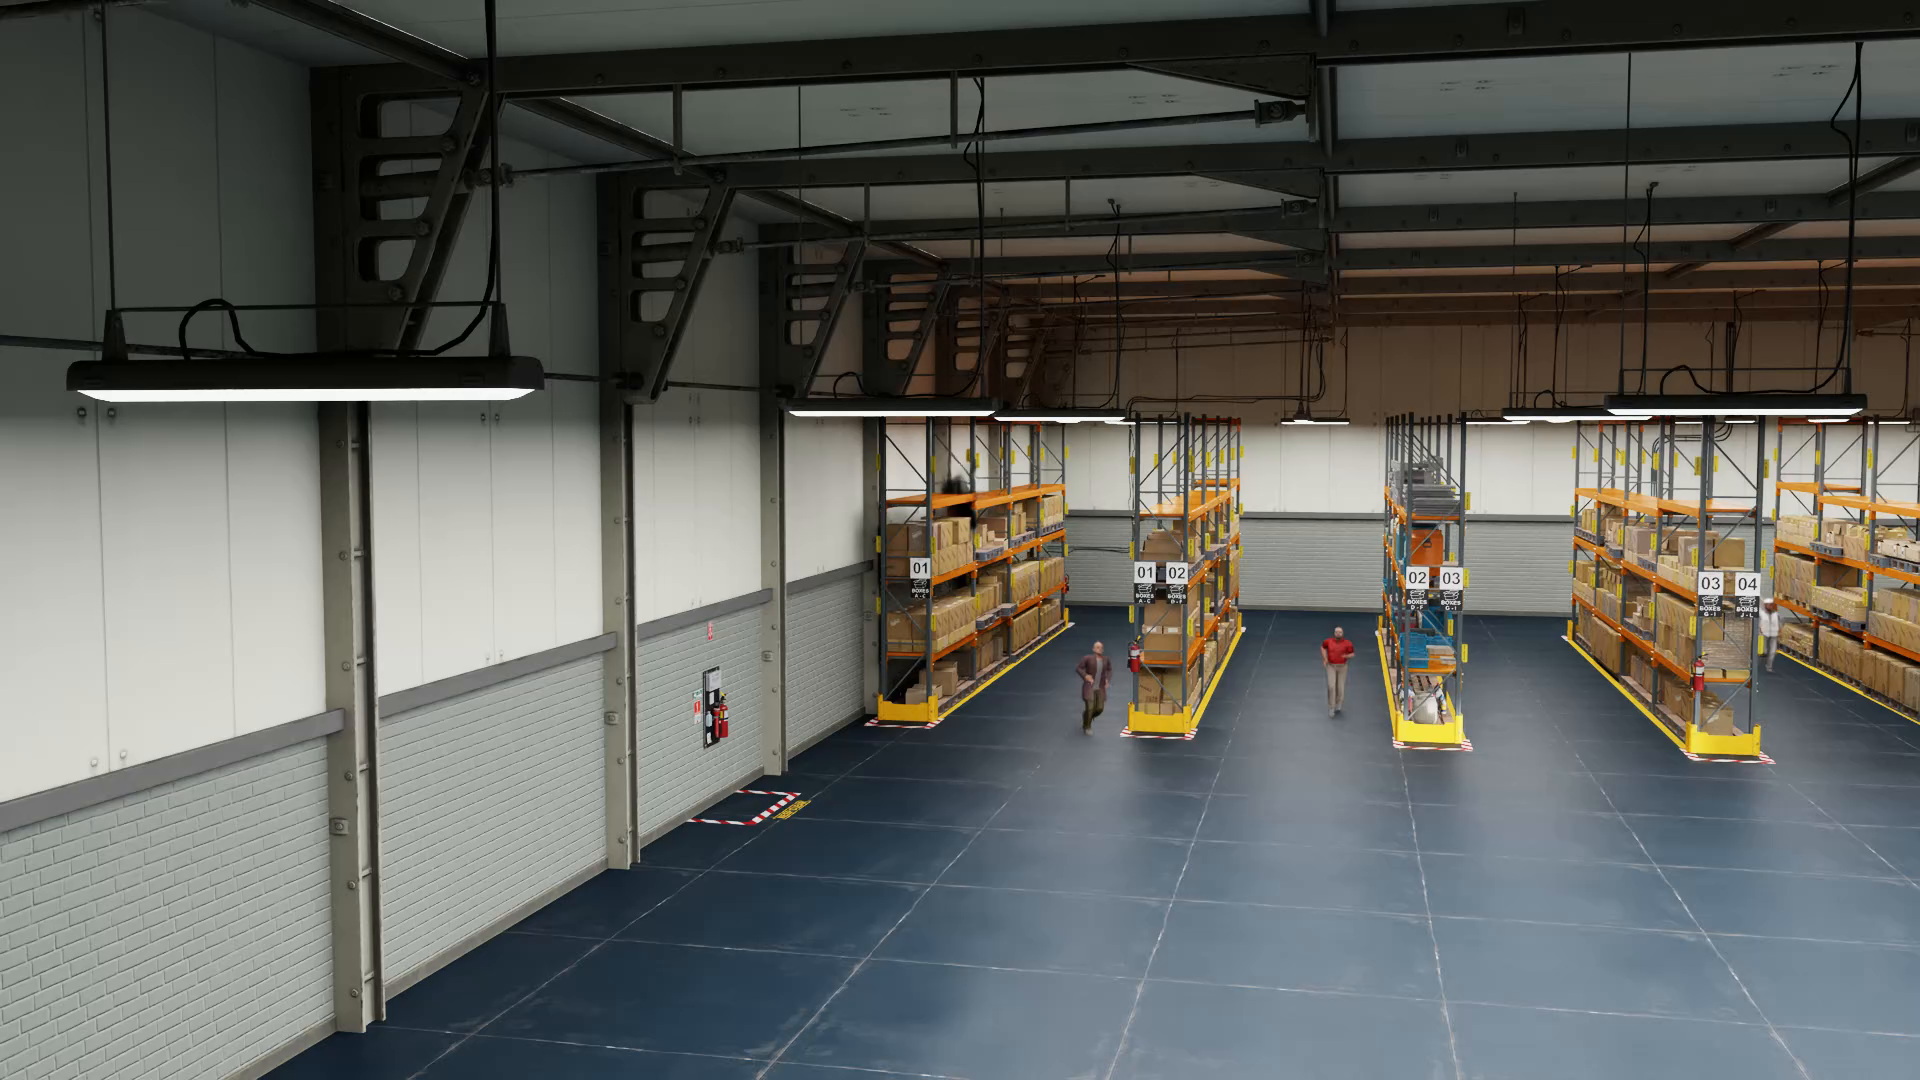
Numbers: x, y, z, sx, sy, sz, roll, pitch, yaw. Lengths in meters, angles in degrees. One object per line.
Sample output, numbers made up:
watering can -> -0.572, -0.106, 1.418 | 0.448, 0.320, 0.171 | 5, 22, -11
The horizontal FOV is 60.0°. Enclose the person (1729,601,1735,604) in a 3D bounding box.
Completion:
person -> 19.557, 2.054, 41.679 | 0.634, 1.705, 0.678 | 1, 4, 12

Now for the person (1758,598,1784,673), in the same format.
person -> 18.946, 2.238, 38.938 | 0.676, 1.740, 0.814 | 1, 4, 13

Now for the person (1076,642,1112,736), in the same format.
person -> 2.531, 2.768, 31.101 | 0.737, 1.728, 0.688 | -1, 4, -15

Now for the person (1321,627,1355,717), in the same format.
person -> 7.549, 2.619, 33.228 | 0.648, 1.791, 0.831 | 1, 4, 11
